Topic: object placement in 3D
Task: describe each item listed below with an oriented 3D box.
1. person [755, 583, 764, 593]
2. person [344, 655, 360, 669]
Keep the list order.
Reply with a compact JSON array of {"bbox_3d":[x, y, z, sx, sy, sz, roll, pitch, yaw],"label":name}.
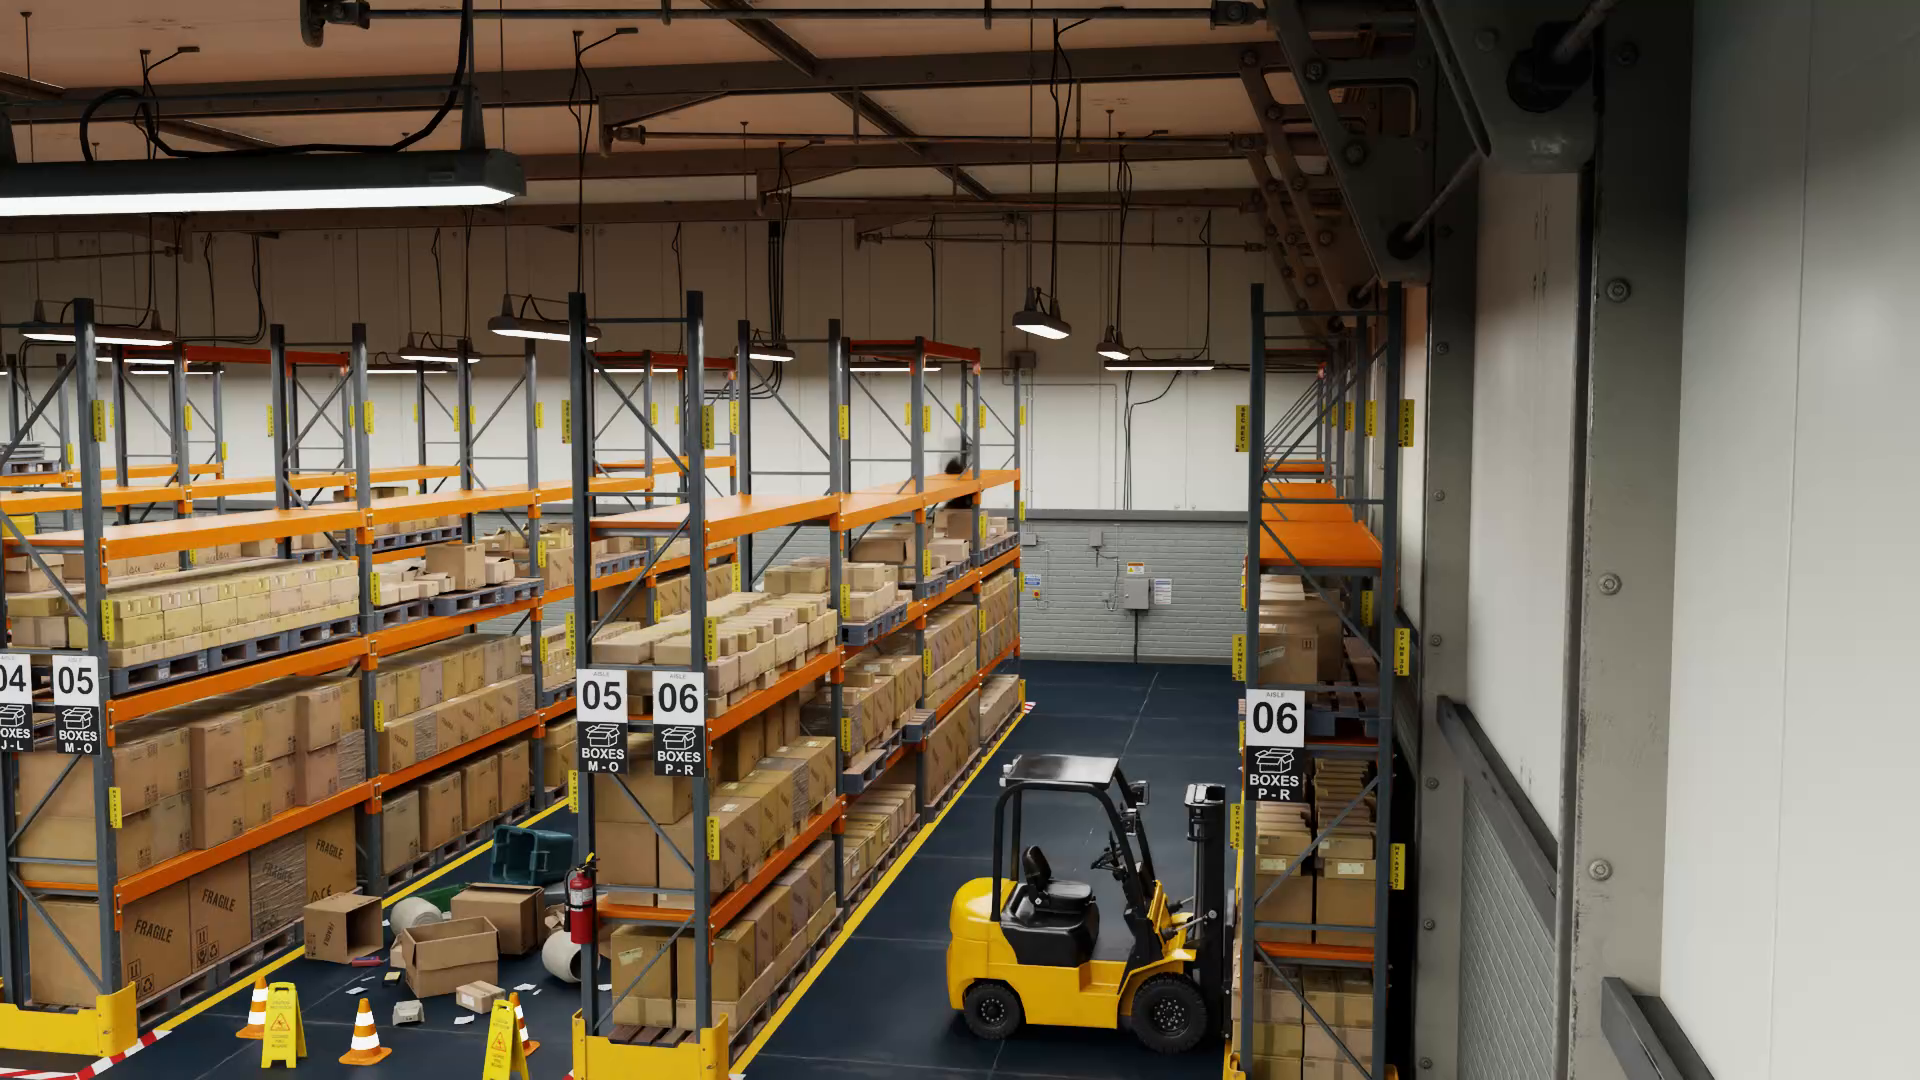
[{"bbox_3d":[-3.615,1.635,30.391,0.742,1.746,0.755,-3,6,-36],"label":"person"},{"bbox_3d":[-8.630,2.397,23.722,0.656,1.721,0.607,1,5,7],"label":"person"}]
